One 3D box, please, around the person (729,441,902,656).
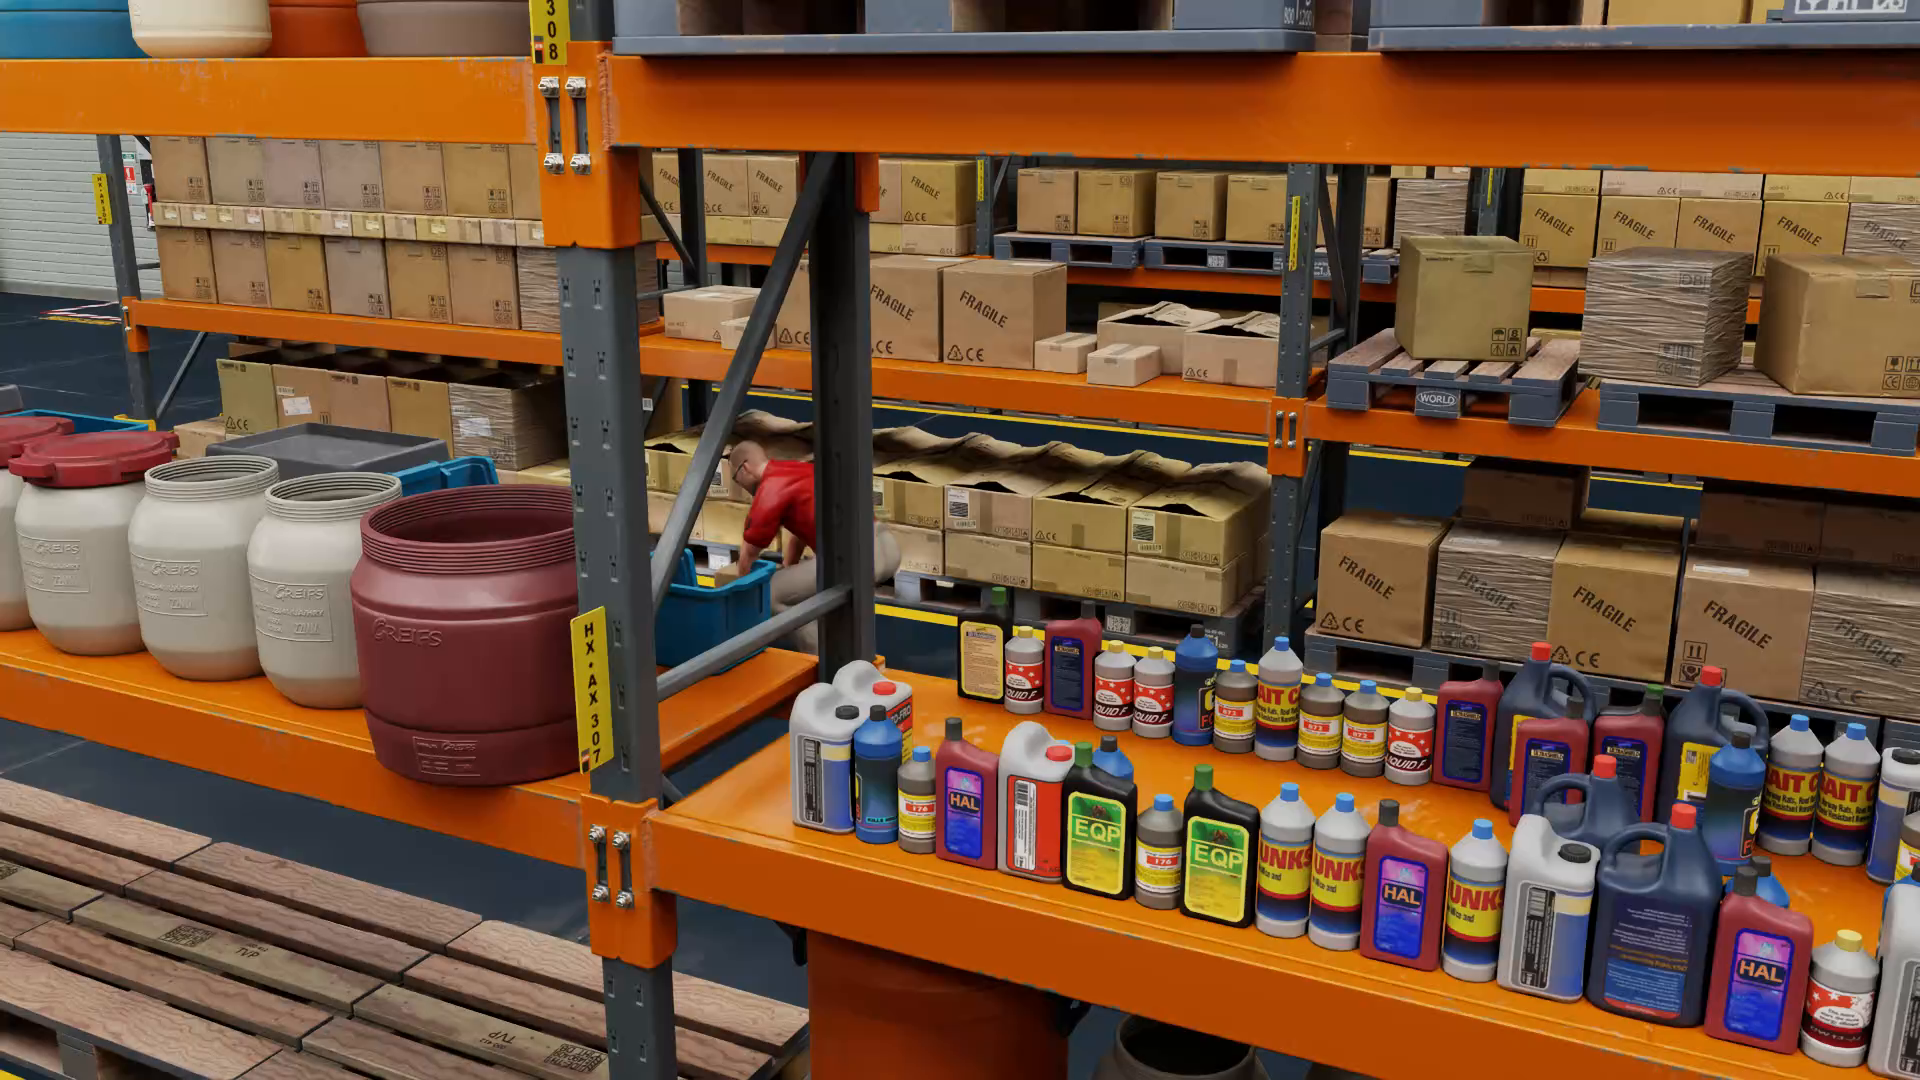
[{"bbox_3d":[-0.711,0.099,7.865,0.831,1.106,0.569,8,18,26],"label":"person"}]
